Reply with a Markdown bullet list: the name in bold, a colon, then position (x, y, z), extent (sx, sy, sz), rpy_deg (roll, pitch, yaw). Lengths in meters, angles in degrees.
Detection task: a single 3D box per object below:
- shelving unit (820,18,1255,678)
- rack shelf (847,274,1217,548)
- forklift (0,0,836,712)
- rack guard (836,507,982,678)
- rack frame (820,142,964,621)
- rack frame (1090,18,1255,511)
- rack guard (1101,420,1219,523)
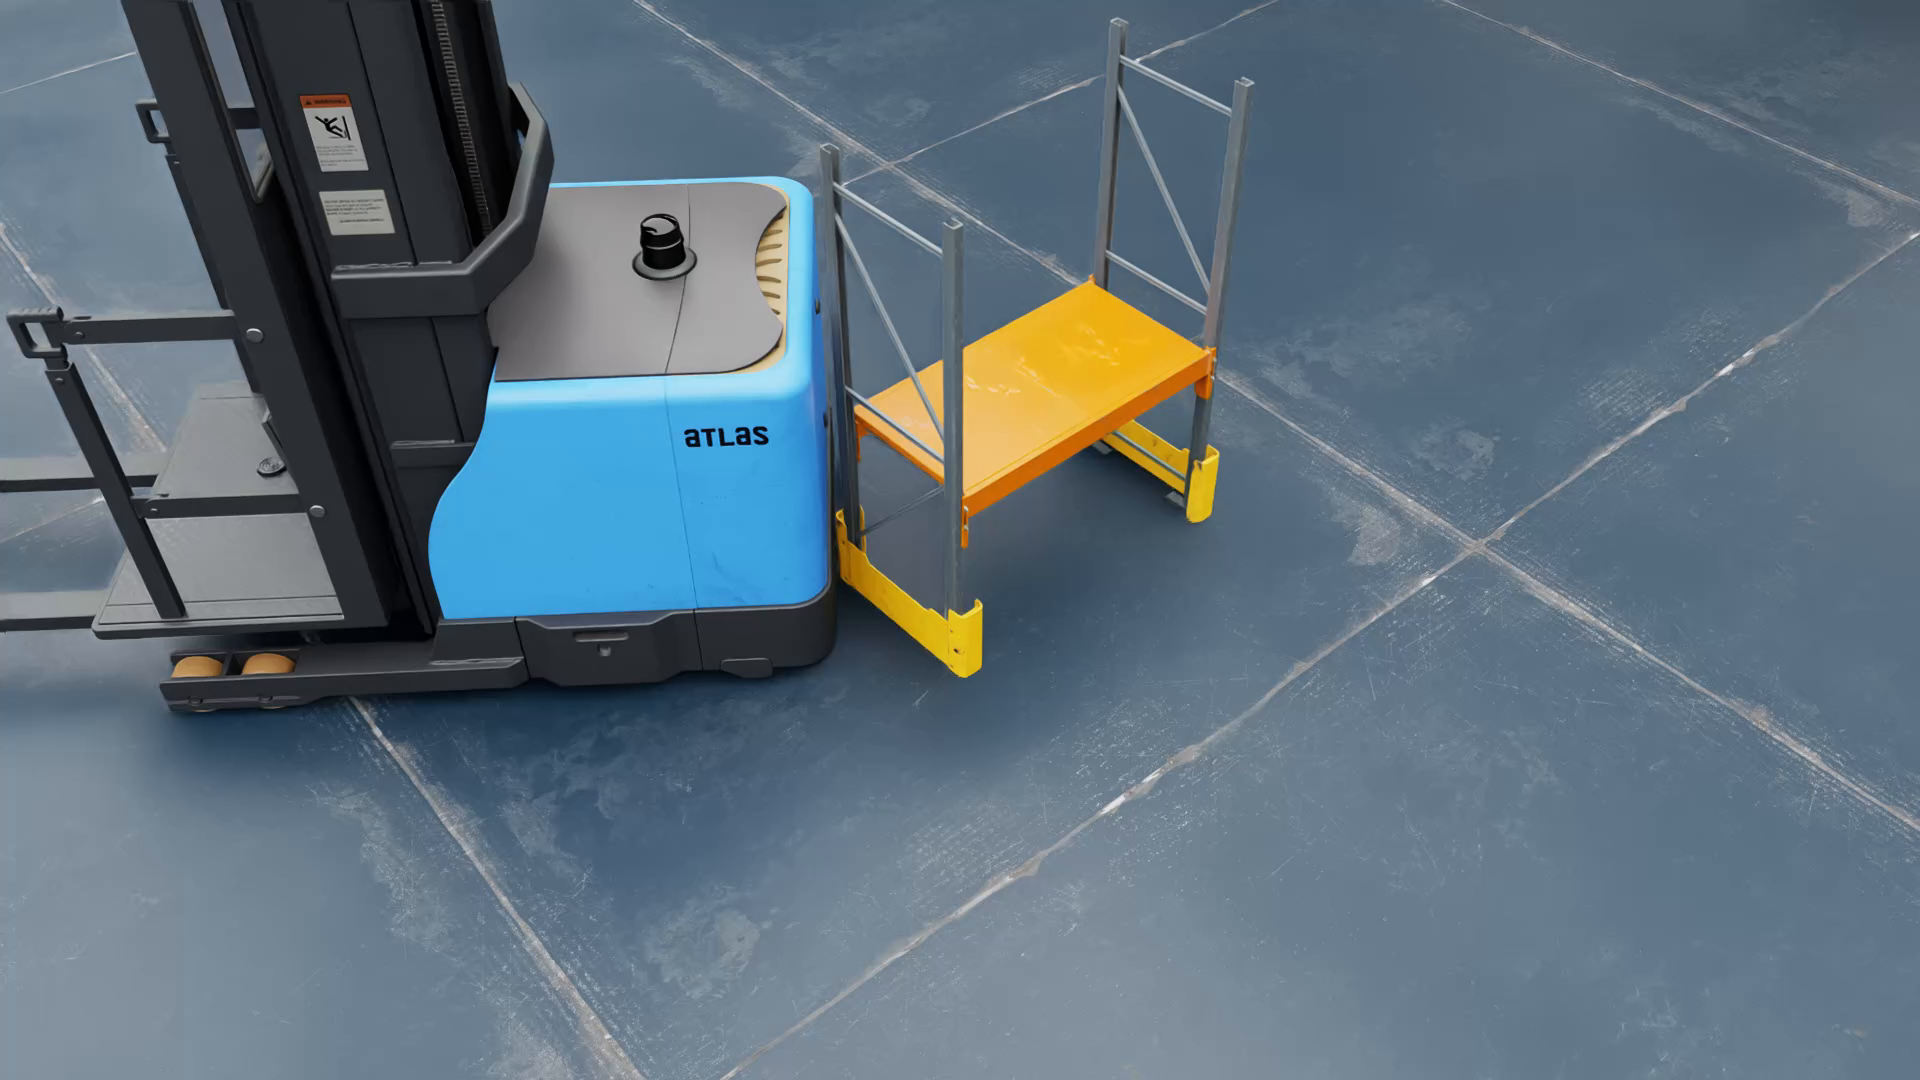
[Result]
- **shelving unit**: position (0.217, -0.537, 4.726), extent (1.083, 1.500, 0.587), rpy_deg (-31, 52, -29)
- **rack shelf**: position (0.211, -0.401, 4.844), extent (1.000, 0.185, 0.538), rpy_deg (-31, 52, -29)
- **forklift**: position (-1.898, -0.954, 4.125), extent (3.031, 2.935, 1.130), rpy_deg (-2, 43, -3)
- **rack guard**: position (-0.154, 0.146, 4.912), extent (0.087, 0.250, 0.587), rpy_deg (-31, 52, -29)
- **rack frame**: position (-0.169, -0.301, 4.475), extent (0.032, 1.500, 0.500), rpy_deg (-31, 52, -29)
- **rack frame**: position (0.590, -0.764, 4.968), extent (0.032, 1.500, 0.500), rpy_deg (-31, 52, -29)
- **rack guard**: position (0.589, -0.308, 5.395), extent (0.087, 0.250, 0.587), rpy_deg (-31, 52, -29)
